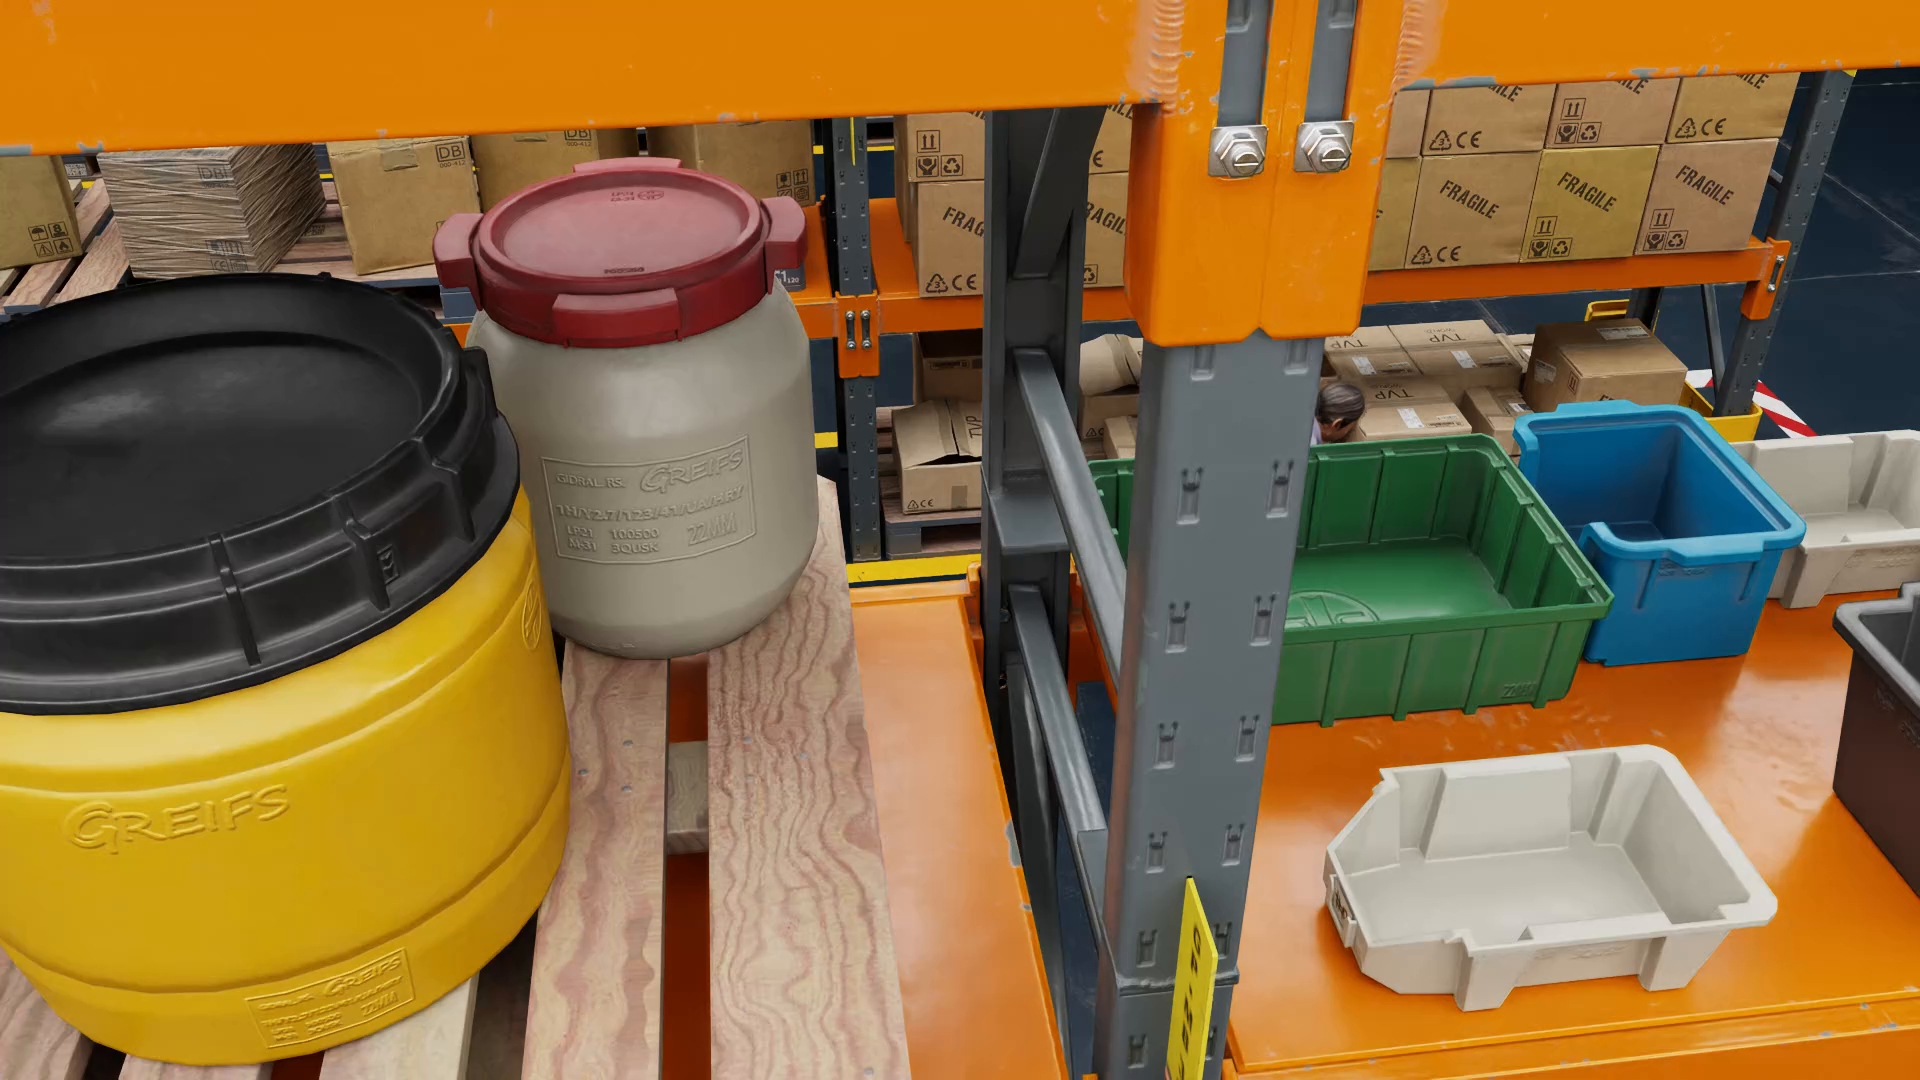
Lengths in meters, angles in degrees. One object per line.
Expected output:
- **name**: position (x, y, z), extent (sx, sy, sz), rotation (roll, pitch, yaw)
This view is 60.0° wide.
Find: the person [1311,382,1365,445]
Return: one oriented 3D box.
- **person**: position (1.171, -0.032, 6.527), extent (0.702, 1.286, 0.537), rotation (-4, 35, -6)
